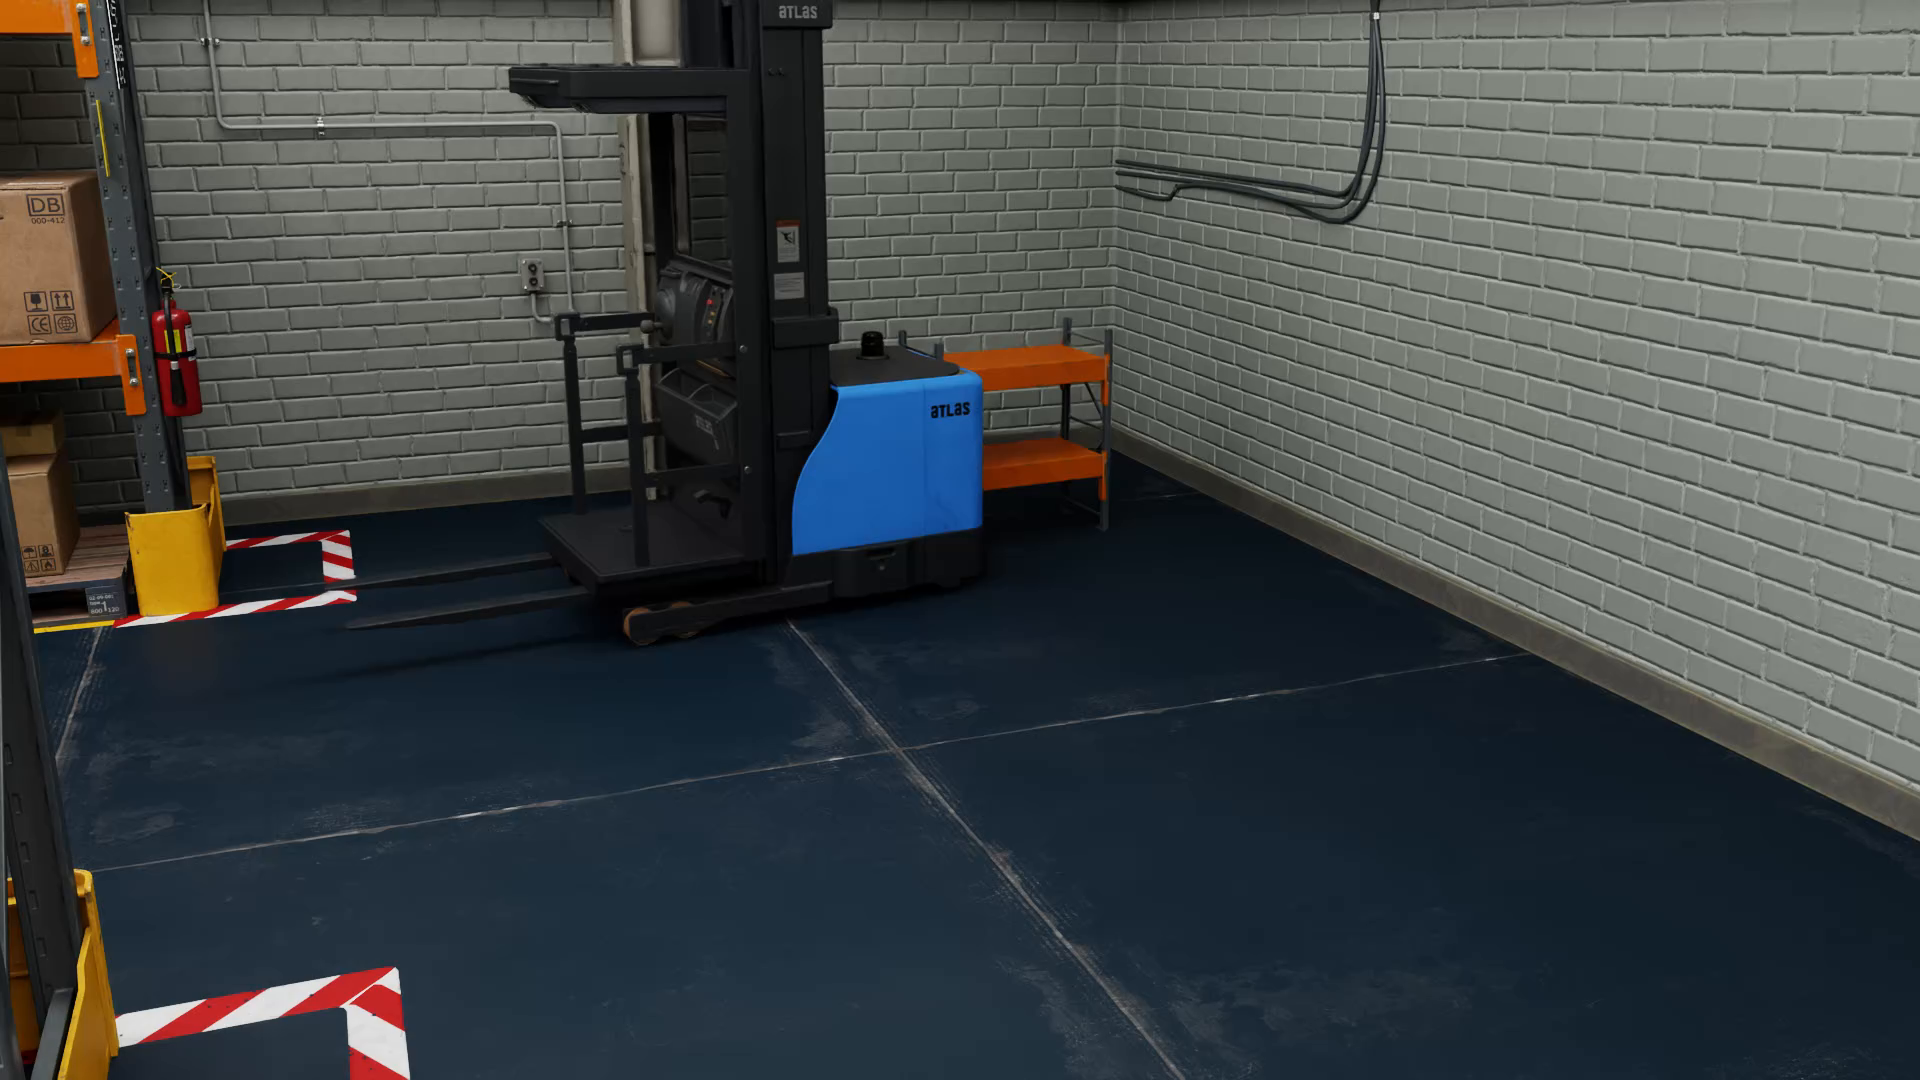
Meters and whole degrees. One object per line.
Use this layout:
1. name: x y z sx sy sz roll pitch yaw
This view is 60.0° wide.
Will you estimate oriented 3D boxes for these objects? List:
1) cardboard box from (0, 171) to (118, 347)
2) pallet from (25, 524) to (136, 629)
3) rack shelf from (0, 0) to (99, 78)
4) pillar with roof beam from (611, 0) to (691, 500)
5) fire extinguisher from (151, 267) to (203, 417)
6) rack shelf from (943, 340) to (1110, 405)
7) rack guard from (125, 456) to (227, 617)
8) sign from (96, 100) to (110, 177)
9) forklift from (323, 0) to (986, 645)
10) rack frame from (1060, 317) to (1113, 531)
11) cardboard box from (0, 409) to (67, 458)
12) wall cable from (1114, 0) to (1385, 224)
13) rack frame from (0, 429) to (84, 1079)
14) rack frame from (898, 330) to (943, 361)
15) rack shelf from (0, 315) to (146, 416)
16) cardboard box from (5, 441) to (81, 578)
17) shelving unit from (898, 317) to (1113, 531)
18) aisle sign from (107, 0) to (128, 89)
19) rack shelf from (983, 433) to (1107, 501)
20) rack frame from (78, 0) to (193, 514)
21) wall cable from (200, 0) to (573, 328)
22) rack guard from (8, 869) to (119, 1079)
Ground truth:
1. cardboard box: -4.417 -1.328 7.766 0.700 0.700 0.980 -5 17 -18
2. pallet: -4.662 0.201 8.040 1.213 0.211 1.003 -6 17 -20
3. rack shelf: -5.811 -2.131 6.984 4.000 0.370 1.077 -6 17 -20
4. pillar with roof beam: -0.192 -3.484 4.992 0.400 9.000 9.100 -6 17 -20
5. fire extinguisher: -3.638 -0.916 7.694 0.183 0.674 0.296 -6 17 -20
6. rack shelf: 0.247 -0.872 9.034 1.000 0.278 0.538 -8 18 -25
7. rack guard: -3.921 -0.042 8.352 0.348 0.500 1.175 -6 17 -20
8. sign: -3.763 -1.764 7.305 0.005 0.325 0.100 -6 17 -20
9. forklift: -1.418 -1.102 7.650 3.031 2.935 1.130 -9 18 -27
10. rack frame: 0.704 -0.654 9.329 0.032 1.125 0.500 -8 18 -25
11. cardboard box: -4.517 -0.520 8.086 0.250 0.149 0.380 -6 17 -20
12. wall cable: 1.465 -3.103 9.206 0.112 2.526 3.097 -6 17 -20
13. rack frame: -2.168 0.064 3.555 0.127 3.000 1.000 -6 17 -20
14. rack frame: -0.210 -0.529 8.903 0.032 1.125 0.500 -8 18 -25
15. rack shelf: -5.811 -0.692 7.407 4.000 0.370 1.077 -6 17 -20
16. cardboard box: -4.562 -0.144 7.955 0.500 0.500 0.700 -6 17 -20
17. shelving unit: 0.247 -0.592 9.116 1.048 1.125 0.538 -8 18 -25
18. aisle sign: -3.769 -2.414 7.382 0.004 0.787 0.394 -6 17 -20
19. rack shelf: 0.247 -0.357 9.185 1.000 0.278 0.538 -8 18 -25
20. rack frame: -3.944 -1.239 7.992 0.127 3.000 1.000 -6 17 -20
21. wall cable: -3.087 -2.104 9.136 1.851 1.984 0.084 -6 17 -20
22. rack guard: -2.239 1.271 3.881 0.348 0.500 1.175 -6 17 -20
